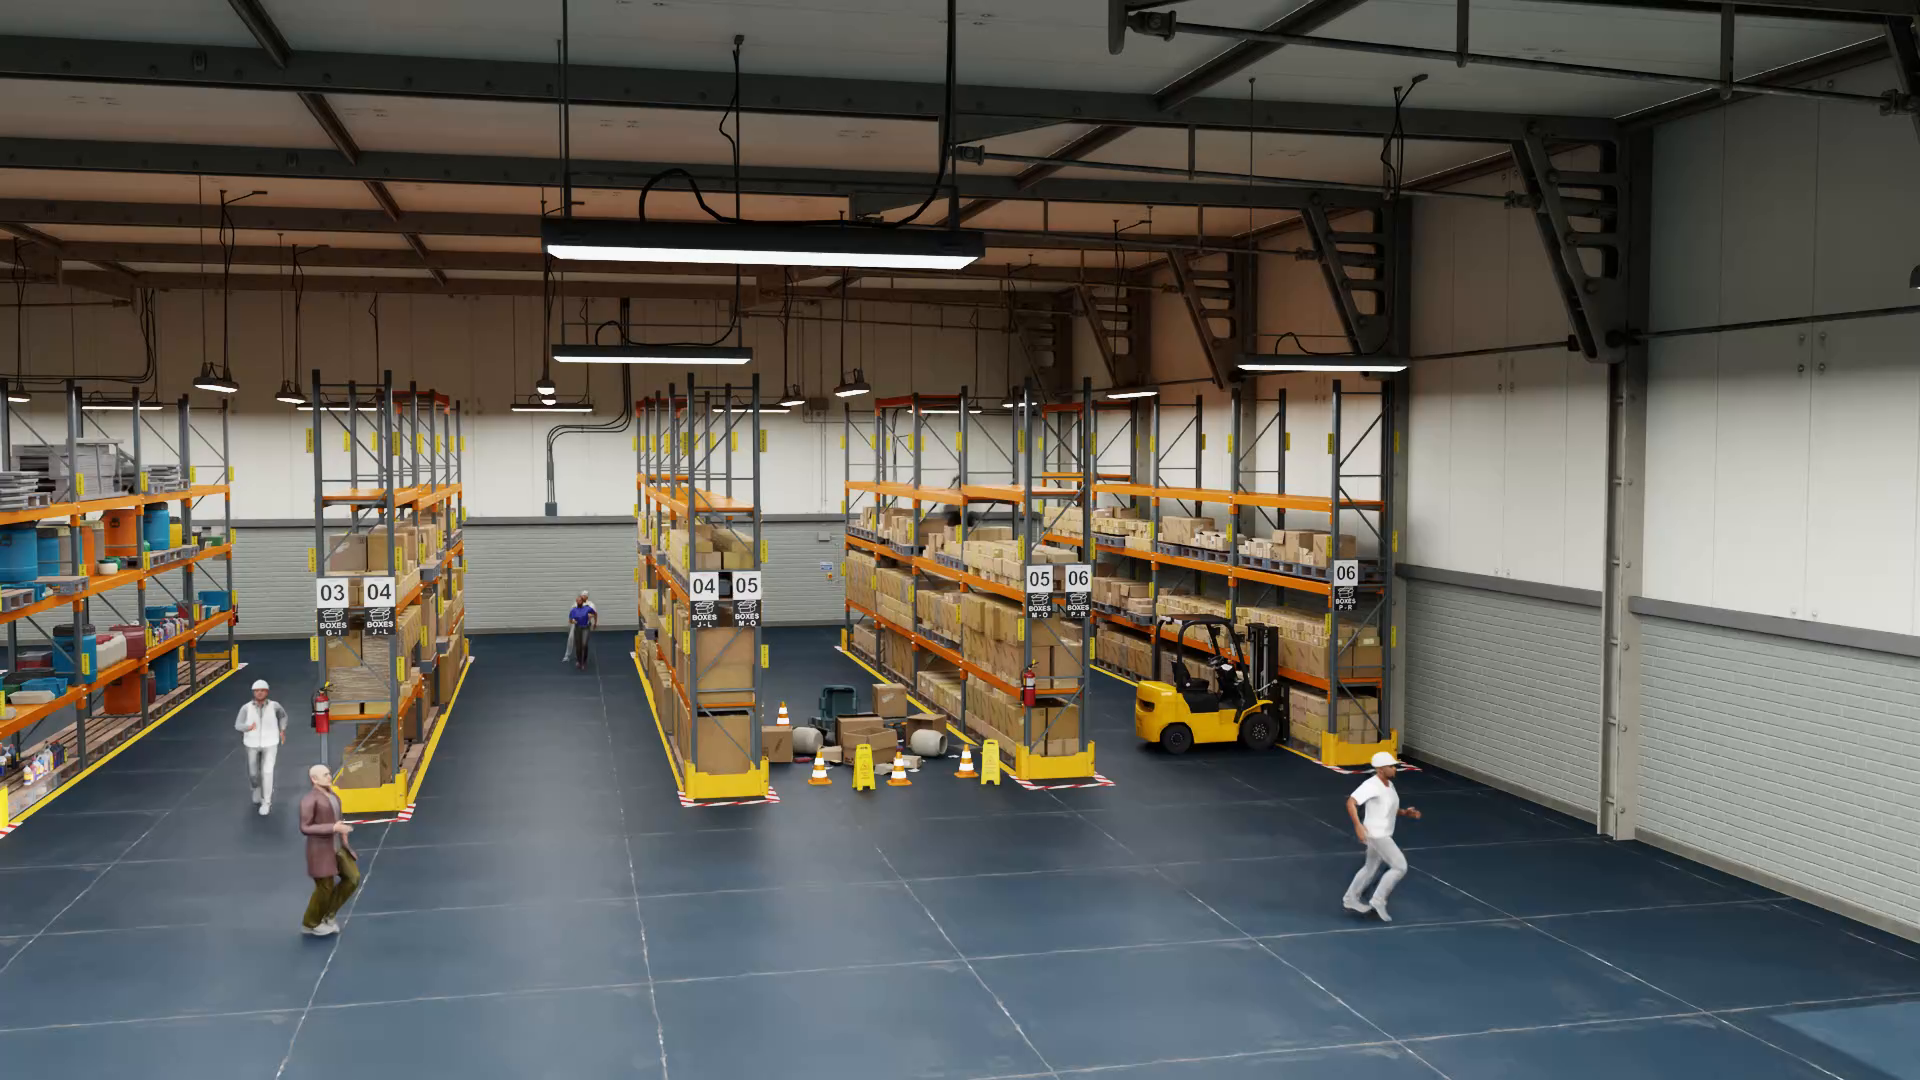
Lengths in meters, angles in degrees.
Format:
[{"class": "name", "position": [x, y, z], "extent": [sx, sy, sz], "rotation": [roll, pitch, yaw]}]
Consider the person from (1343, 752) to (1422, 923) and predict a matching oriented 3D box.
[{"class": "person", "position": [4.428, 3.117, 17.470], "extent": [0.808, 1.785, 0.669], "rotation": [2, 4, 25]}]

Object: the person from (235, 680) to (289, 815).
[{"class": "person", "position": [-9.507, 2.785, 22.643], "extent": [0.667, 1.759, 0.964], "rotation": [-1, 3, -18]}]

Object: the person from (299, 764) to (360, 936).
[{"class": "person", "position": [-6.372, 3.152, 16.836], "extent": [0.681, 1.768, 0.674], "rotation": [1, 3, 14]}]

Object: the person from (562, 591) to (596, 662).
[{"class": "person", "position": [-8.708, 1.955, 38.296], "extent": [0.681, 1.600, 0.954], "rotation": [0, 3, 4]}]

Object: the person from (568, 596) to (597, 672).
[{"class": "person", "position": [-8.340, 2.061, 36.750], "extent": [0.583, 1.675, 0.851], "rotation": [0, 3, -4]}]
